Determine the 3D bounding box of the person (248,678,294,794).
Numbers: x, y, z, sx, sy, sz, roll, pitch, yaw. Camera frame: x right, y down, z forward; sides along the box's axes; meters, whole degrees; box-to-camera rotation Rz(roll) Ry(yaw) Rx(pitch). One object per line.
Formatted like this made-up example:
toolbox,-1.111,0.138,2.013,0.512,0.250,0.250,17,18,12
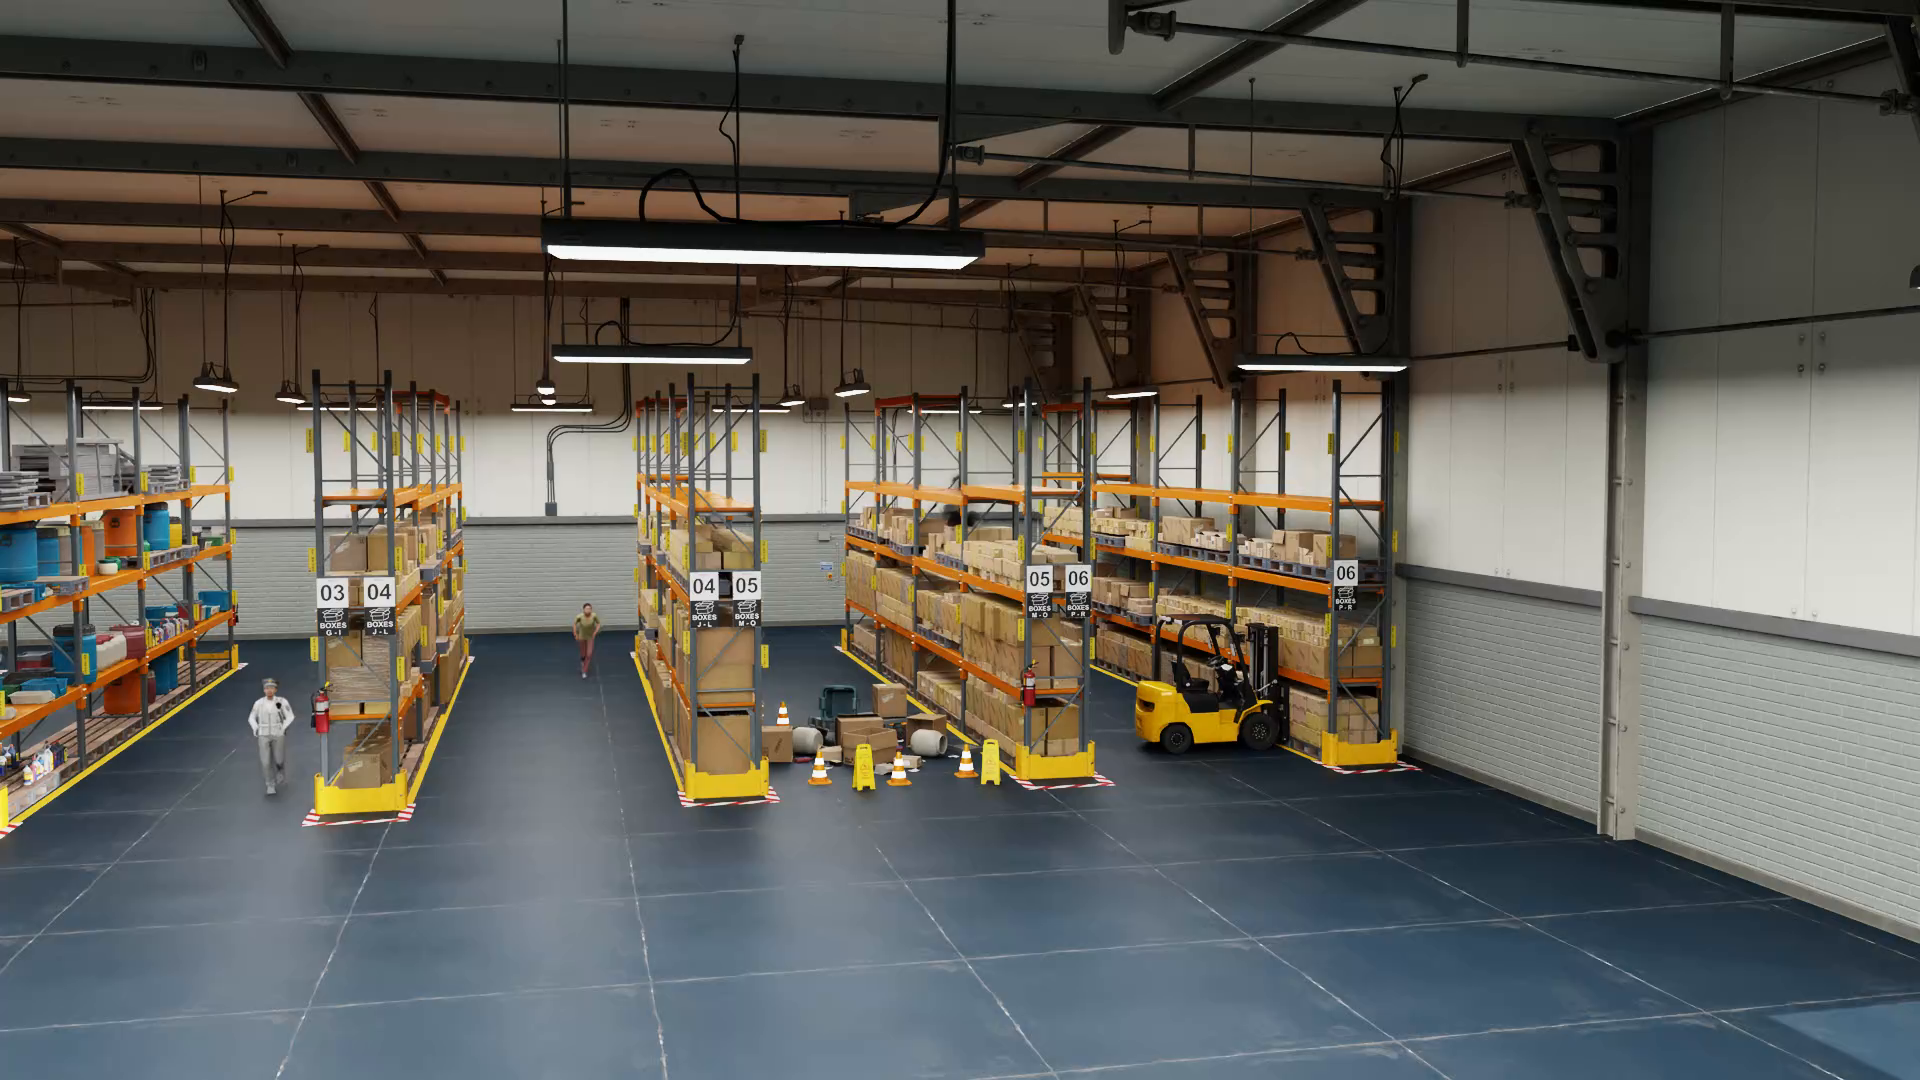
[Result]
person,-9.899,2.795,23.898,0.614,1.647,0.580,-1,3,-17

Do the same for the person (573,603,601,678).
person,-8.077,2.145,35.938,0.561,1.609,0.780,-1,4,-22
